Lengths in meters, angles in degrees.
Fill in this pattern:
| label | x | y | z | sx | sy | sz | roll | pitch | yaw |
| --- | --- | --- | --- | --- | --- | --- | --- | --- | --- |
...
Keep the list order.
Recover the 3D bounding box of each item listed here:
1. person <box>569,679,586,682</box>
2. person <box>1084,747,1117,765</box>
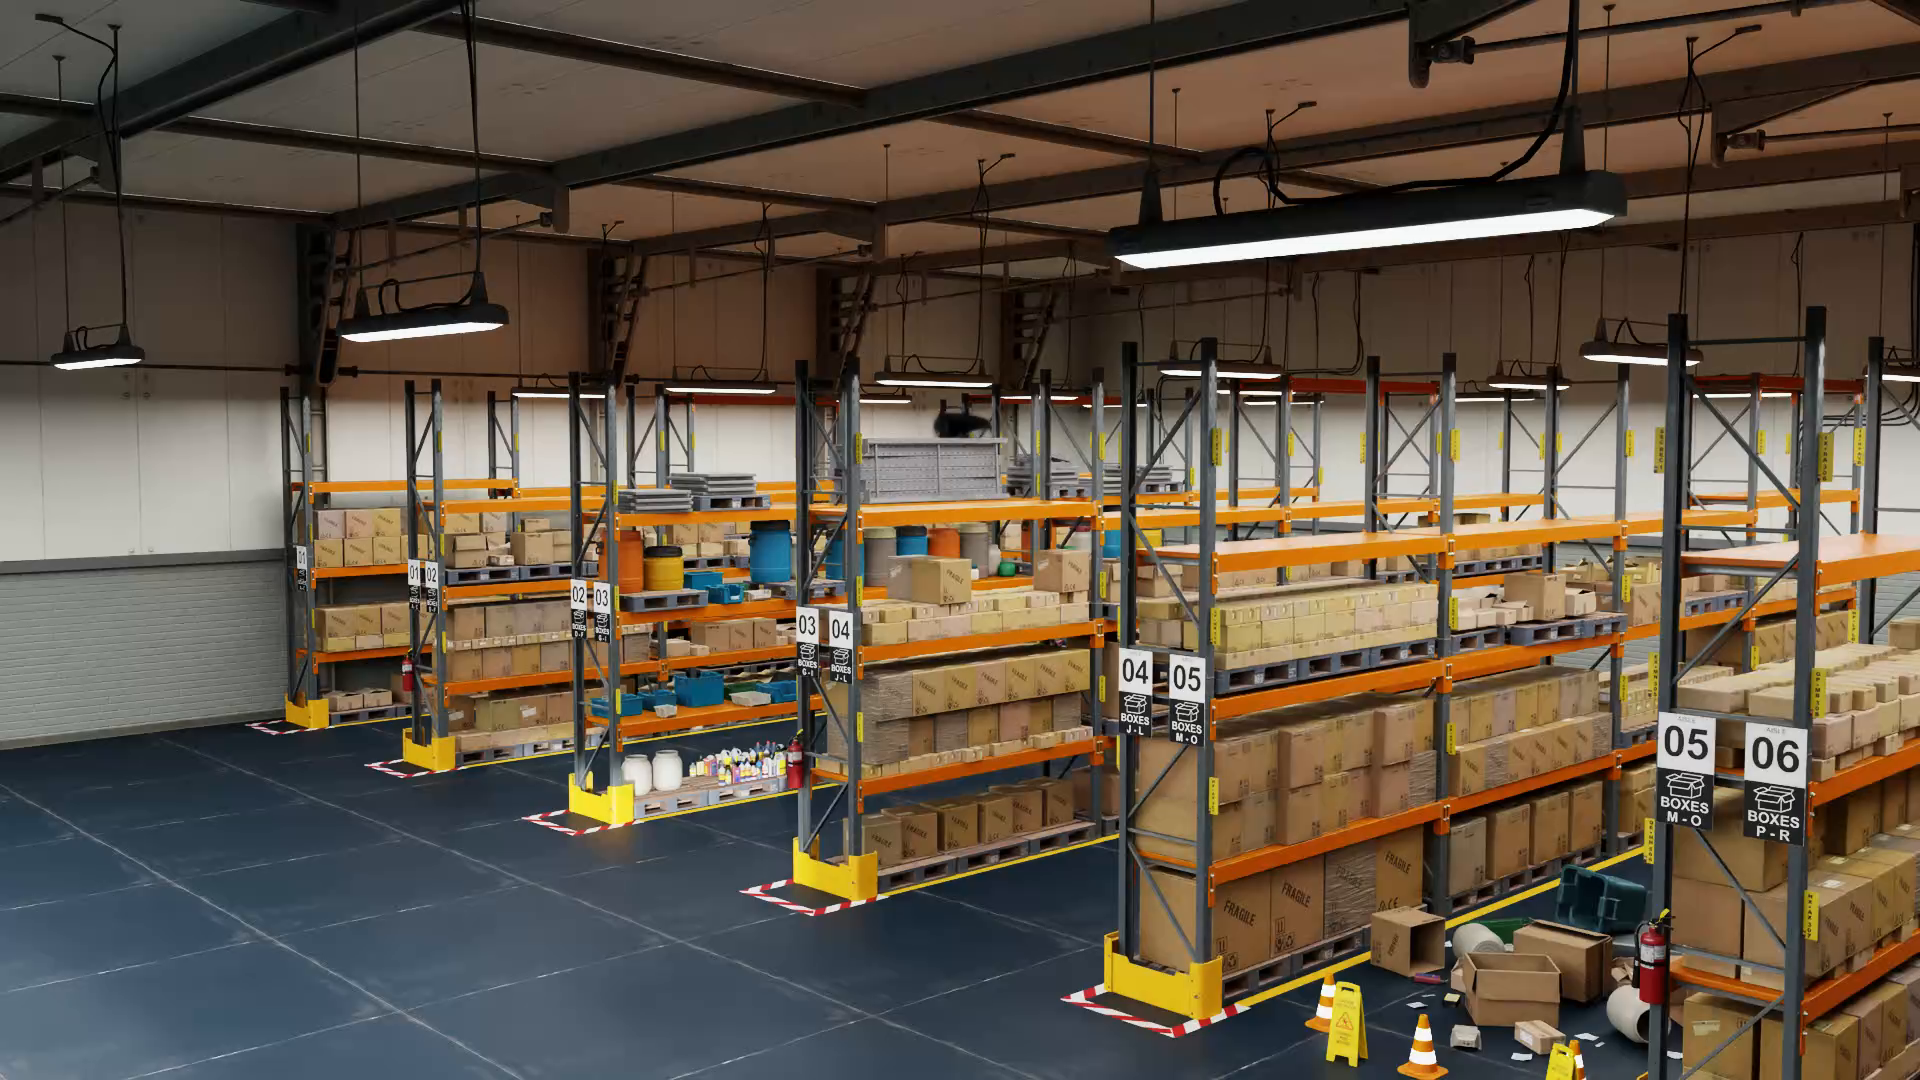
| label | x | y | z | sx | sy | sz | roll | pitch | yaw |
| --- | --- | --- | --- | --- | --- | --- | --- | --- | --- |
| person | -6.975 | 2.451 | 30.241 | 0.686 | 1.584 | 0.894 | 1 | 4 | 20 |
| person | 2.187 | 2.812 | 24.286 | 0.814 | 1.690 | 0.680 | -3 | 5 | -37 |
